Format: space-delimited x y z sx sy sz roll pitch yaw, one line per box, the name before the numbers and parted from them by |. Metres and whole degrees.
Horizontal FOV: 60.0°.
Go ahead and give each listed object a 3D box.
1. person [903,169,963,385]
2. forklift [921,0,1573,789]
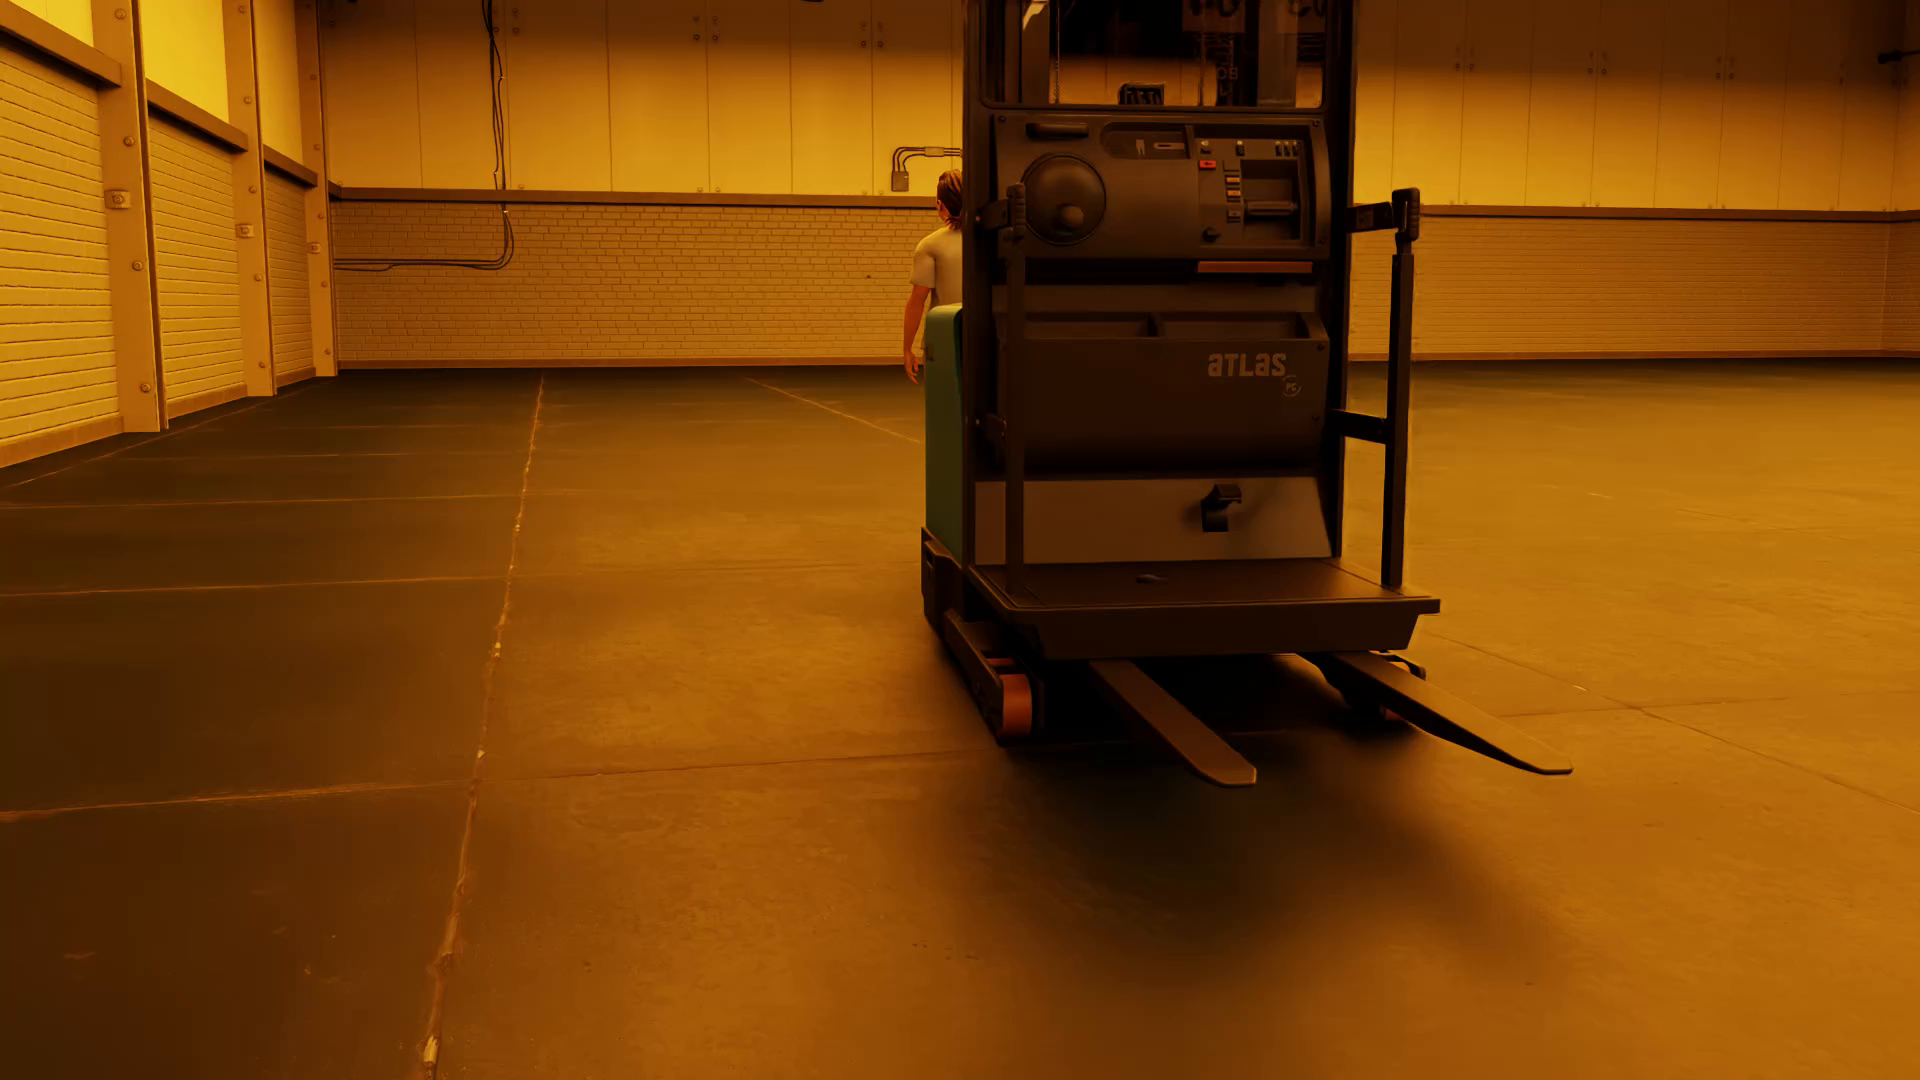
person | -0.004 -0.847 7.664 0.549 1.675 0.549 -2 8 -13
forklift | 0.586 -1.007 4.330 1.130 2.935 3.031 -1 8 -8
